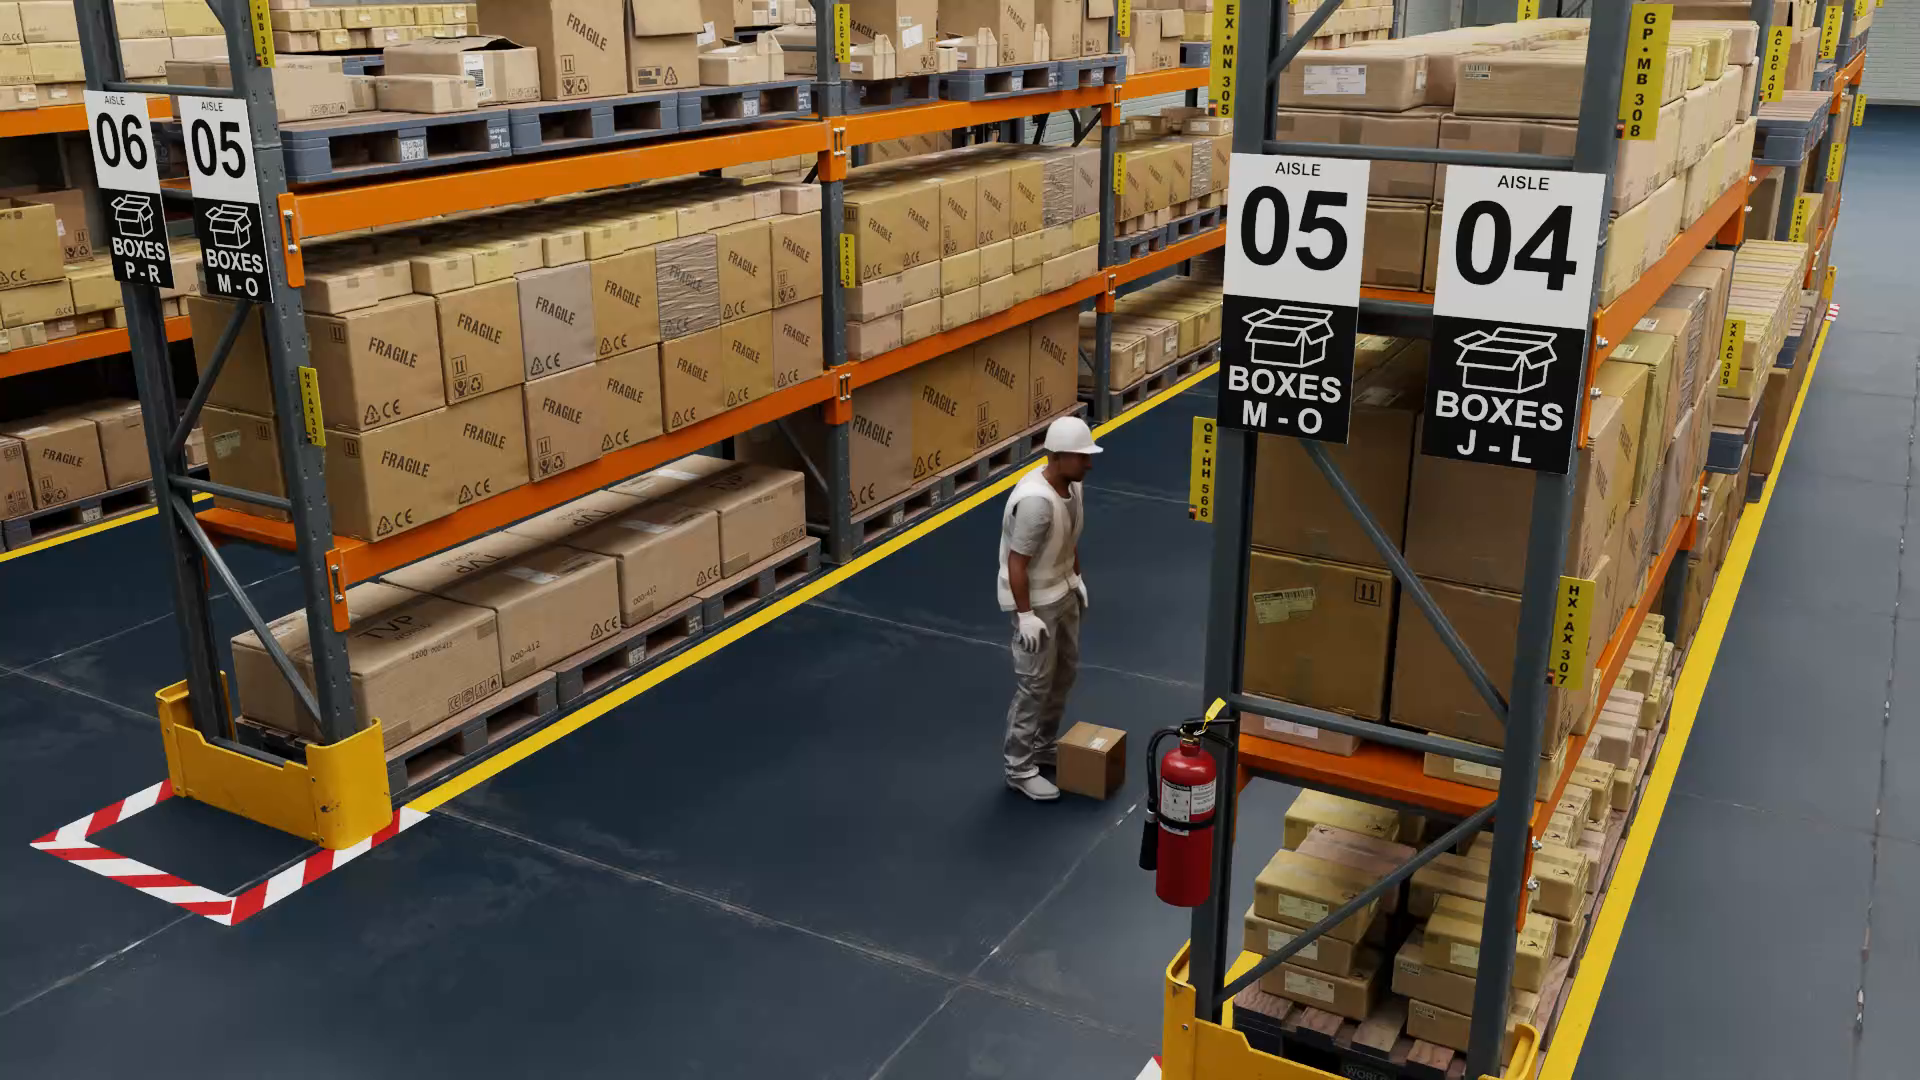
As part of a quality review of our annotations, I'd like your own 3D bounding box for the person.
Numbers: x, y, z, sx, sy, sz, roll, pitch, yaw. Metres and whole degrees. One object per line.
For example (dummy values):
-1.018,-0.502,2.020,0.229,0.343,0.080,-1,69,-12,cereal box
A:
0.419,0.291,7.719,0.453,1.773,0.629,10,22,26,person
